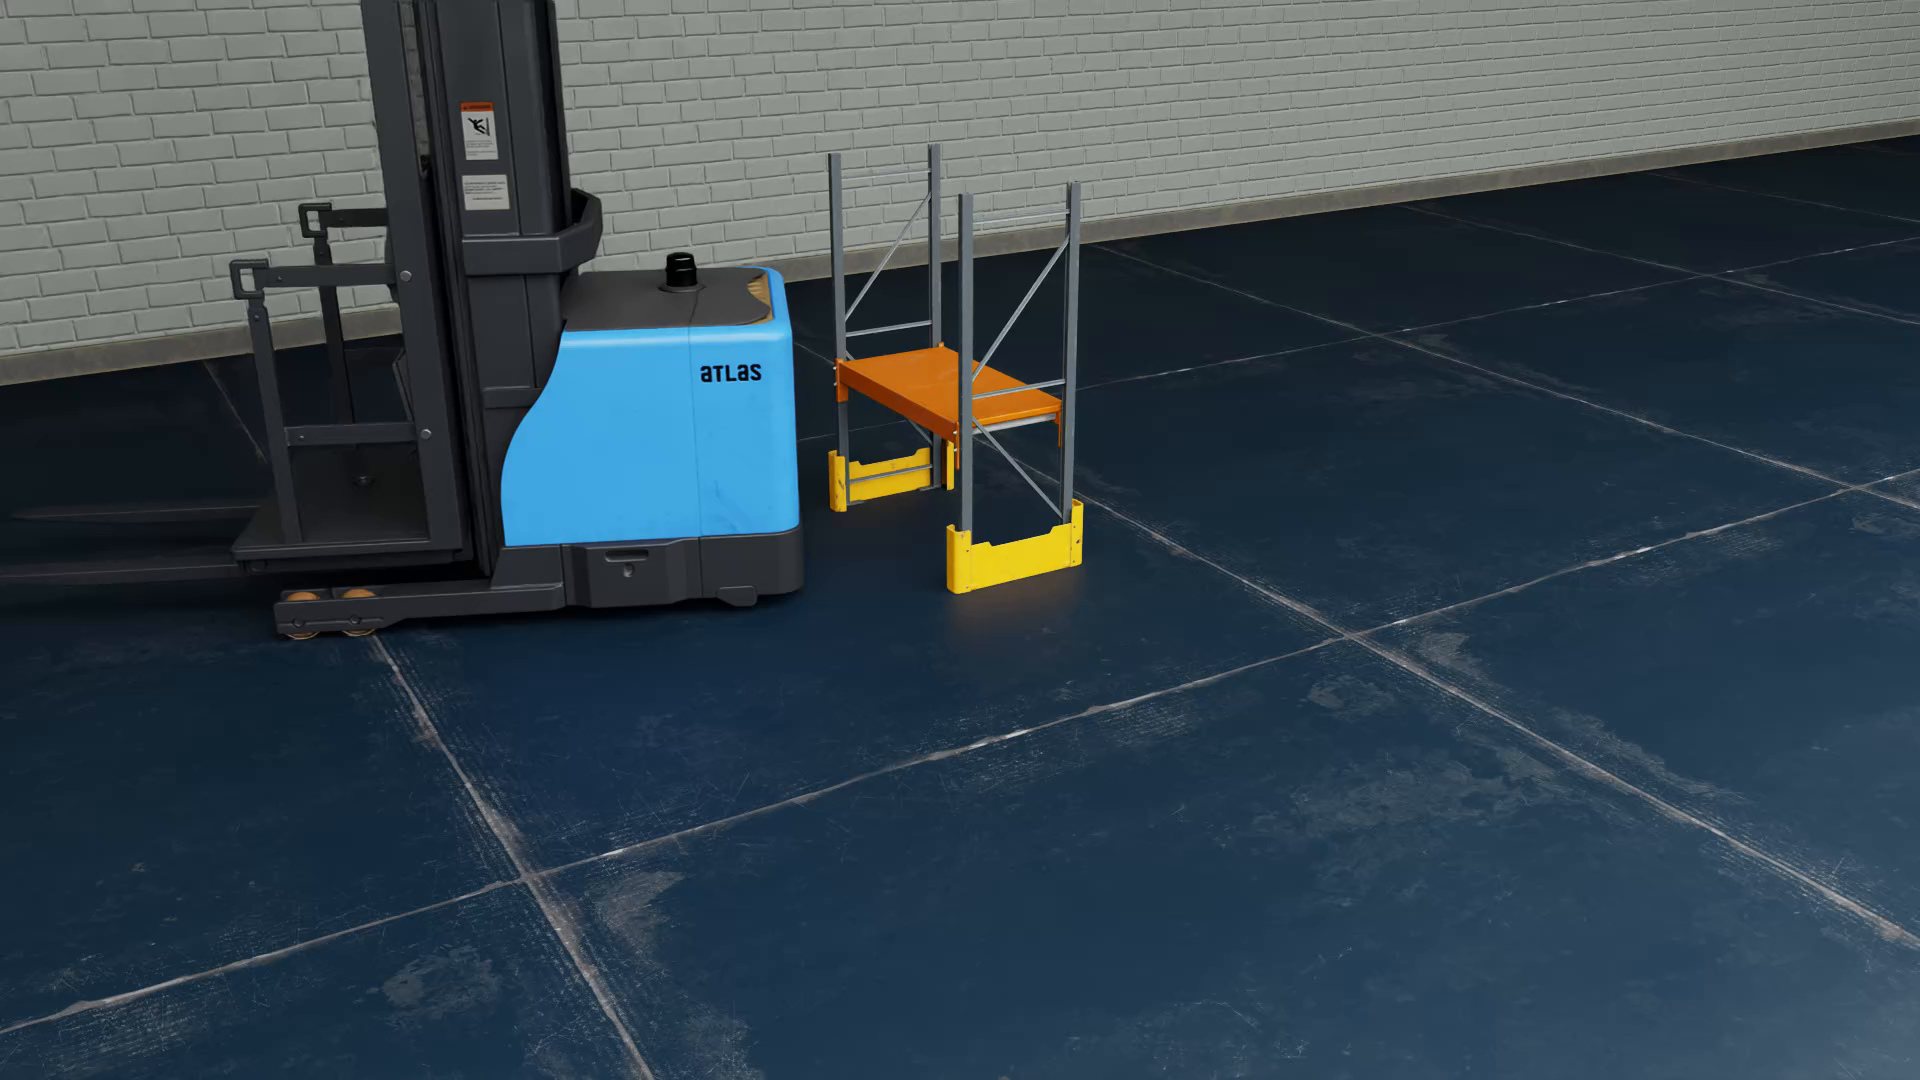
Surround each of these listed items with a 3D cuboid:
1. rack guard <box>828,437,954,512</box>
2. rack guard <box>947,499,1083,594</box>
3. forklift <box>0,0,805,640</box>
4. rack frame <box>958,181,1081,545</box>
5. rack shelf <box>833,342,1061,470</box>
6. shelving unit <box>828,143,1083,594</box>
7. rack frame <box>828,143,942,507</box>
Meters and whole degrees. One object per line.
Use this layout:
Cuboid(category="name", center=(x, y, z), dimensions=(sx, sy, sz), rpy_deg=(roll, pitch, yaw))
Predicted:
Cuboid(category="rack guard", center=(-0.293, -0.302, 7.222), dimensions=(0.587, 0.250, 0.087), rpy_deg=(-13, 25, -28))
Cuboid(category="rack guard", center=(0.215, 0.021, 6.428), dimensions=(0.587, 0.250, 0.087), rpy_deg=(-13, 25, -28))
Cuboid(category="forklift", center=(-2.139, -1.214, 5.906), dimensions=(3.031, 2.935, 1.130), rpy_deg=(-3, 22, -7))
Cuboid(category="rack frame", center=(0.216, -0.558, 6.192), dimensions=(0.500, 1.500, 0.032), rpy_deg=(-13, 25, -28))
Cuboid(category="rack shelf", center=(-0.044, -0.556, 6.665), dimensions=(0.538, 0.185, 1.000), rpy_deg=(-13, 25, -28))
Cuboid(category="shelving unit", center=(-0.039, -0.719, 6.590), dimensions=(0.587, 1.500, 1.083), rpy_deg=(-13, 25, -28))
Cuboid(category="rack frame", center=(-0.303, -0.887, 7.002), dimensions=(0.500, 1.500, 0.032), rpy_deg=(-13, 25, -28))
